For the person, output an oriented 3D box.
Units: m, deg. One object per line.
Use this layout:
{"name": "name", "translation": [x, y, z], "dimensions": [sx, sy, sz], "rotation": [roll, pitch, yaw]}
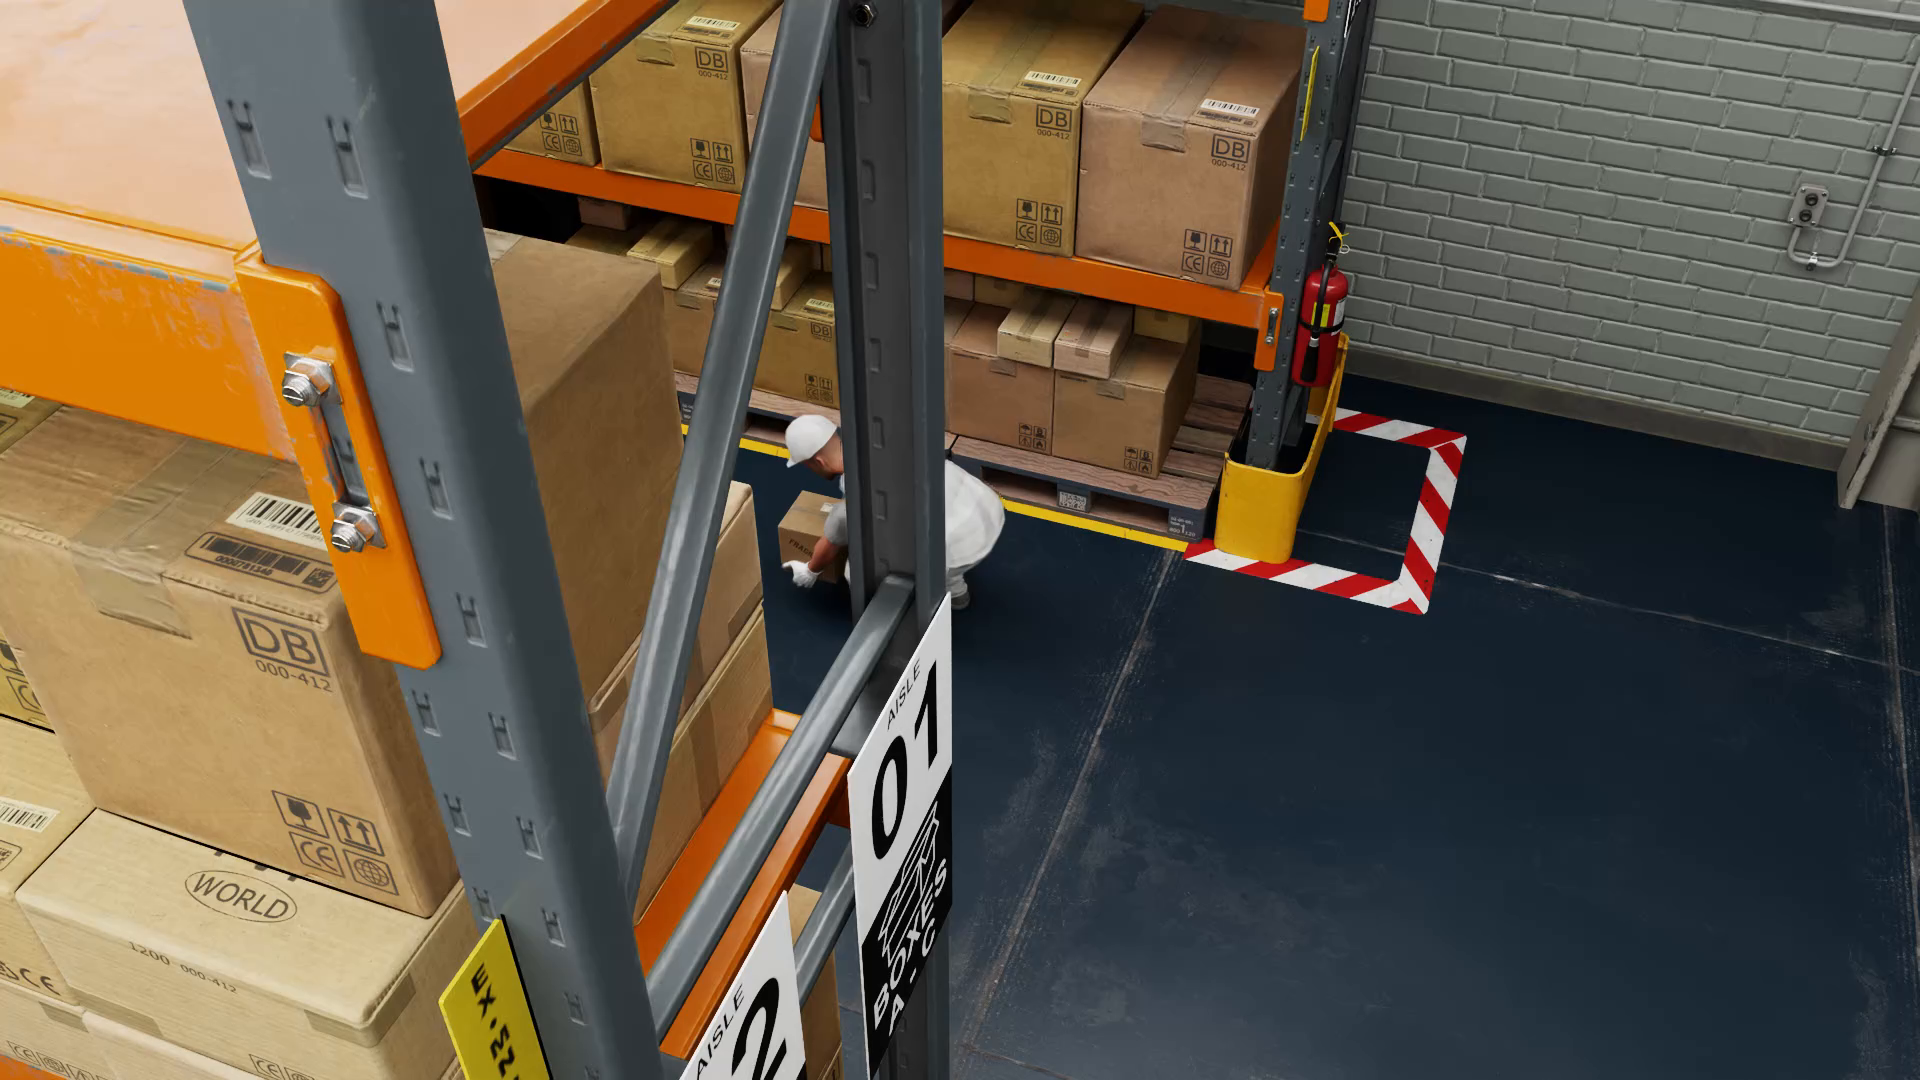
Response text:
{"name": "person", "translation": [-0.275, -0.070, 6.831], "dimensions": [0.907, 0.993, 0.526], "rotation": [13, 43, 14]}
